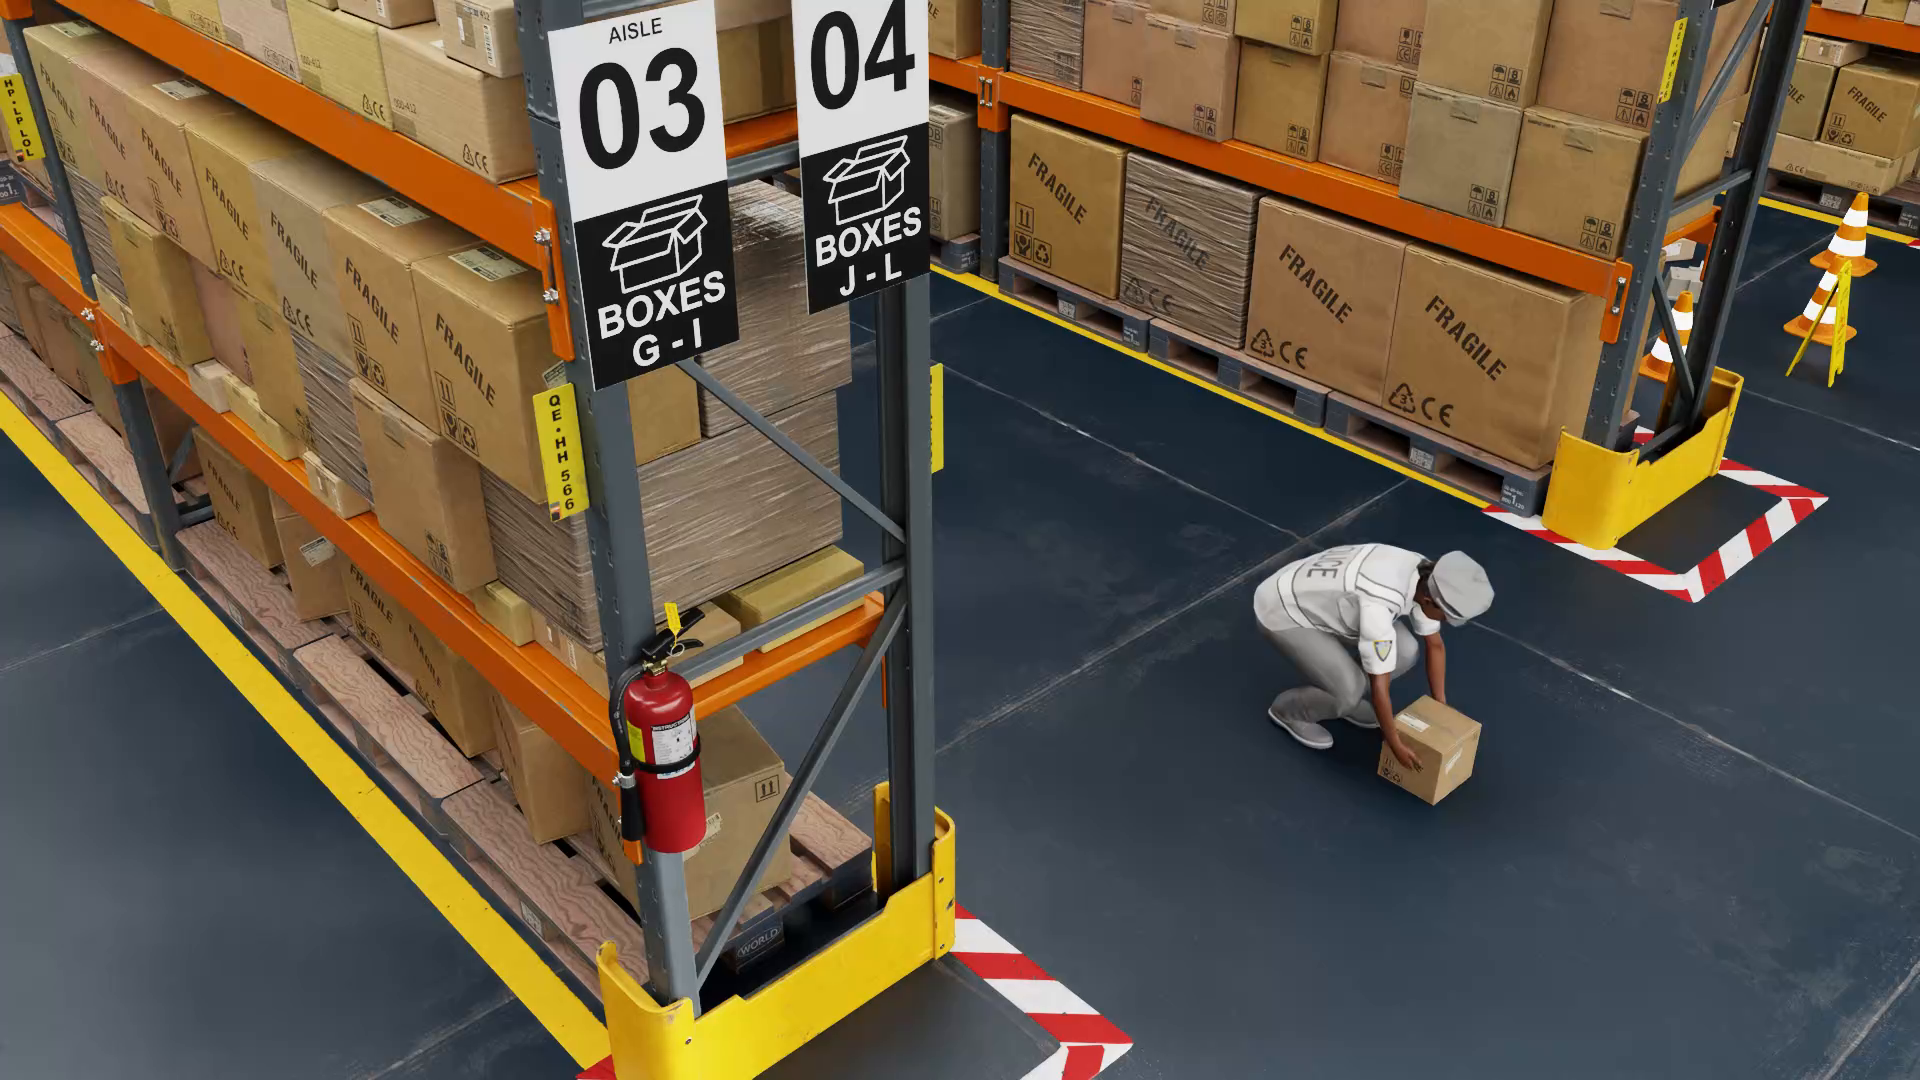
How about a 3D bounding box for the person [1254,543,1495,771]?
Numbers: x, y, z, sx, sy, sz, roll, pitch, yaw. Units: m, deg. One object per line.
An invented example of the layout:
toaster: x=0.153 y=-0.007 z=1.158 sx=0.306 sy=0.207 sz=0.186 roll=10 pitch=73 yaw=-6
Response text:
person: x=1.525 y=0.367 z=6.264 sx=0.481 sy=0.914 sz=0.864 roll=-26 pitch=40 yaw=-35
